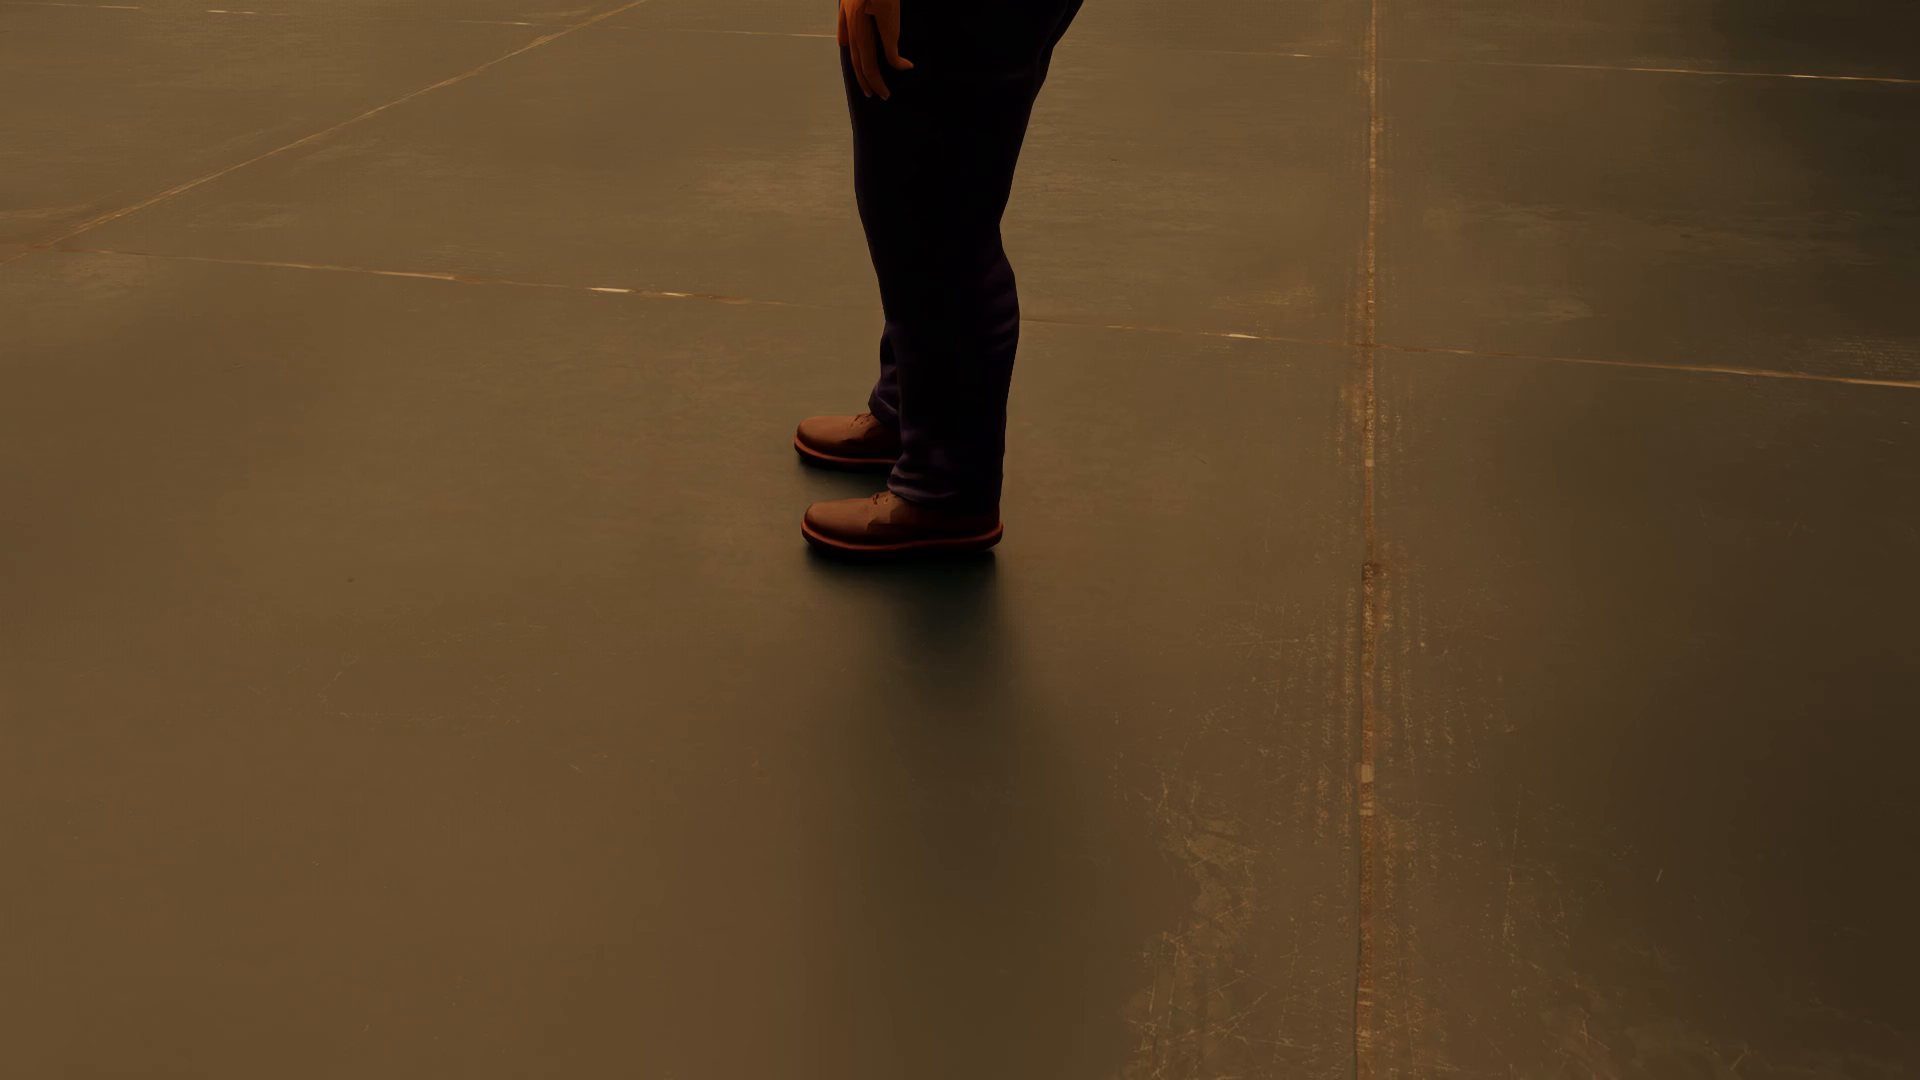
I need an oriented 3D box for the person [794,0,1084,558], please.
[{"bbox_3d":[-0.083,-0.761,2.164,0.502,1.651,0.598,6,27,11],"label":"person"}]
